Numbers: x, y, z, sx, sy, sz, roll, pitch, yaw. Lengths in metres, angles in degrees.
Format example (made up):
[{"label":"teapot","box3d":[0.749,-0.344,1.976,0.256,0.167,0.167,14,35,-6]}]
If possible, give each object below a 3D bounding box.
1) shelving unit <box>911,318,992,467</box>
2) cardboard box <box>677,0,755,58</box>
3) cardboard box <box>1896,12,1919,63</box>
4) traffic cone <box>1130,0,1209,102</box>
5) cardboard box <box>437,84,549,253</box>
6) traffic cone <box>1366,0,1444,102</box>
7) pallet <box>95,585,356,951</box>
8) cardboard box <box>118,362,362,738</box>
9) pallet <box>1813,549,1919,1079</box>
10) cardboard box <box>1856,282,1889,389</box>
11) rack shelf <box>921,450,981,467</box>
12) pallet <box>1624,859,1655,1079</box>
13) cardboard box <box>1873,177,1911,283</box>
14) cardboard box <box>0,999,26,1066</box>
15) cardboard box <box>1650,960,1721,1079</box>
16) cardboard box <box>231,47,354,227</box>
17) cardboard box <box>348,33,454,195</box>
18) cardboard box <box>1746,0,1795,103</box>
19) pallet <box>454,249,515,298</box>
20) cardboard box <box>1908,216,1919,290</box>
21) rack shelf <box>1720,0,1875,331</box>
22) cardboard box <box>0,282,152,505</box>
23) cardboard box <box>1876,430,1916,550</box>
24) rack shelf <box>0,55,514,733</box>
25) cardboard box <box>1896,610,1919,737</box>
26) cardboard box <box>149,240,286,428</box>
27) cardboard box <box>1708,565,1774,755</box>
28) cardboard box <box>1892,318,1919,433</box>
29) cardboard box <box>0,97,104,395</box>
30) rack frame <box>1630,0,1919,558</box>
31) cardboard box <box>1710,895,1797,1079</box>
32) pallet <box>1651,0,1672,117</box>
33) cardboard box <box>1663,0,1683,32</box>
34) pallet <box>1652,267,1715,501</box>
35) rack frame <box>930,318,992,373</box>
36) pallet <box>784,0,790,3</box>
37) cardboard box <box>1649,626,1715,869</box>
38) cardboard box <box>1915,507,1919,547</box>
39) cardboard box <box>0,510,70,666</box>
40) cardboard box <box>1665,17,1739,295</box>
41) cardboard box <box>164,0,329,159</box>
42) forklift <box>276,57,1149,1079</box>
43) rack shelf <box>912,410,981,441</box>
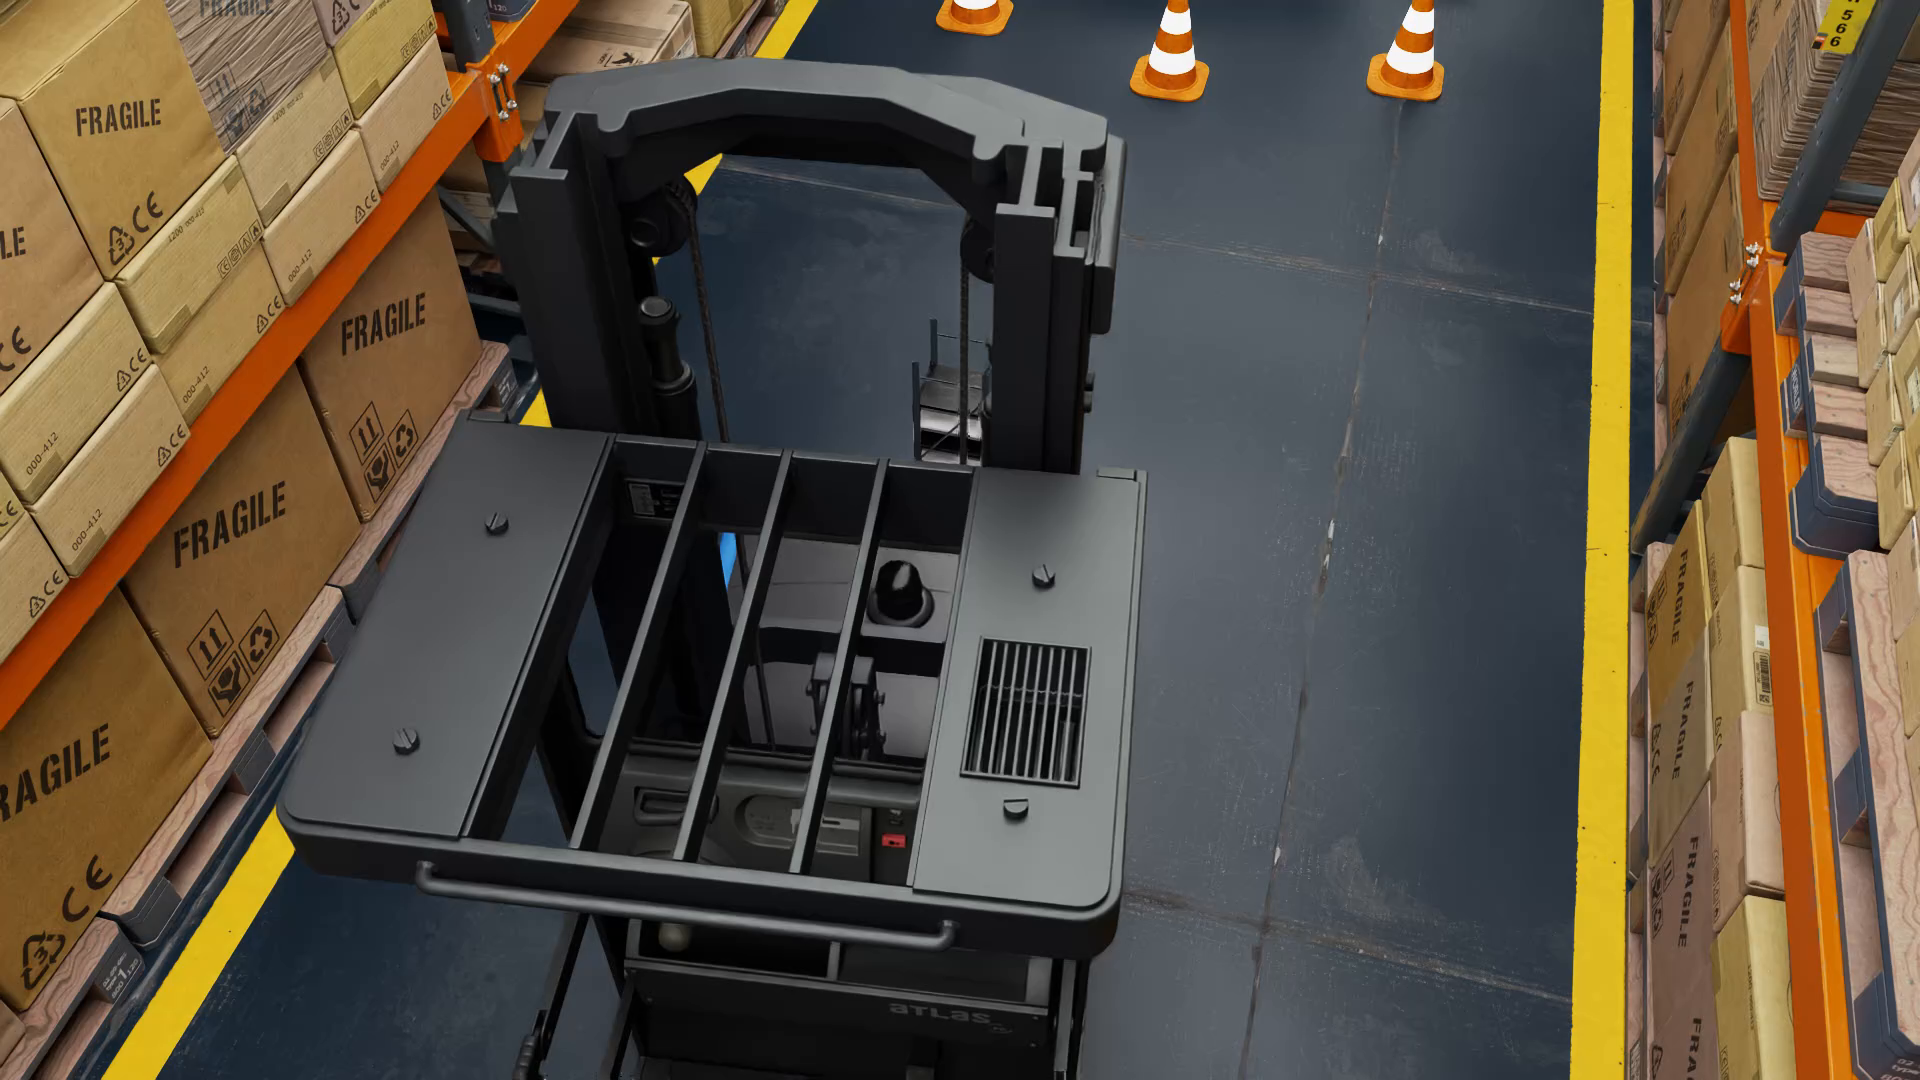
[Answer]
[{"label":"shelving unit","box3d":[-0.002,-0.292,5.407,0.258,0.900,0.210,12,50,10]},{"label":"cardboard box","box3d":[-1.456,-2.548,7.471,0.950,0.372,0.625,13,50,11]},{"label":"cardboard box","box3d":[2.924,-1.572,4.403,0.700,0.500,0.500,11,50,10]},{"label":"traffic cone","box3d":[0.959,-2.262,7.438,0.336,0.463,0.334,12,50,10]},{"label":"cardboard box","box3d":[-1.848,-1.465,6.515,0.950,0.372,0.625,9,49,7]},{"label":"traffic cone","box3d":[2.039,-2.267,7.442,0.336,0.463,0.334,12,50,10]},{"label":"pallet","box3d":[-2.609,0.569,5.107,1.003,0.211,1.213,12,50,10]},{"label":"cardboard box","box3d":[-2.507,-0.097,4.972,0.875,0.875,0.875,12,50,10]},{"label":"pallet","box3d":[2.314,0.618,3.332,1.003,0.211,1.213,12,50,10]},{"label":"cardboard box","box3d":[2.413,-0.463,4.046,0.380,0.149,0.250,14,50,12]},{"label":"rack shelf","box3d":[-0.002,-0.270,5.432,0.258,0.077,0.200,12,50,10]},{"label":"pallet","box3d":[2.266,1.482,4.301,1.003,0.211,1.213,12,50,10]},{"label":"cardboard box","box3d":[2.475,-0.730,4.082,0.380,0.149,0.250,14,50,12]},{"label":"cardboard box","box3d":[-2.973,1.204,3.824,0.875,0.875,0.875,13,50,11]},{"label":"cardboard box","box3d":[1.969,1.370,3.927,0.500,0.500,0.500,11,49,9]},{"label":"cardboard box","box3d":[-2.020,-1.133,4.516,0.500,0.250,0.500,10,49,9]},{"label":"cardboard box","box3d":[-1.889,-1.322,5.016,0.500,0.250,0.500,10,49,9]},{"label":"cardboard box","box3d":[2.788,-1.658,5.146,0.500,0.500,0.500,12,50,10]},{"label":"pallet","box3d":[-1.799,-1.431,6.872,1.003,0.211,1.213,12,50,10]},{"label":"cardboard box","box3d":[2.419,-0.647,3.811,0.380,0.149,0.250,10,49,9]},{"label":"rack shelf","box3d":[3.322,-2.094,6.077,1.077,0.370,4.000,12,50,10]},{"label":"cardboard box","box3d":[-2.271,-0.383,3.854,0.500,0.250,0.500,10,49,9]},{"label":"cardboard box","box3d":[2.273,-0.072,3.701,0.380,0.149,0.250,14,50,12]},{"label":"rack shelf","box3d":[-2.533,-0.104,4.321,1.077,0.370,4.000,12,50,10]},{"label":"cardboard box","box3d":[2.136,0.302,3.370,0.380,0.149,0.250,12,50,11]},{"label":"cardboard box","box3d":[-2.156,-0.589,4.369,0.500,0.250,0.500,11,50,10]},{"label":"cardboard box","box3d":[2.247,0.373,4.307,0.500,0.250,0.500,11,49,10]},{"label":"cardboard box","box3d":[2.339,-0.339,3.738,0.380,0.149,0.250,10,49,9]},{"label":"cardboard box","box3d":[-2.294,-0.632,3.574,0.500,0.500,0.500,11,49,9]},{"label":"rack frame","box3d":[2.796,-0.885,4.531,1.000,3.000,0.127,12,50,10]},{"label":"cardboard box","box3d":[1.969,1.105,3.661,0.500,0.250,0.500,10,49,8]},{"label":"pallet","box3d":[3.718,-2.283,7.624,1.003,0.211,1.213,12,50,10]},{"label":"cardboard box","box3d":[3.772,-2.706,7.358,1.050,0.750,0.750,11,50,10]},{"label":"pallet","box3d":[3.076,-0.518,6.066,1.003,0.211,1.213,12,50,10]},{"label":"rack frame","box3d":[0.025,-0.365,5.472,0.240,0.900,0.006,12,50,10]},{"label":"pallet","box3d":[-1.157,-3.196,8.430,1.003,0.211,1.213,12,50,10]},{"label":"cardboard box","box3d":[2.235,0.629,4.582,0.500,0.500,0.500,12,50,10]},{"label":"cardboard box","box3d":[2.206,0.023,3.418,0.380,0.149,0.250,12,50,10]},{"label":"cardboard box","box3d":[-2.404,0.146,3.721,0.500,0.250,0.500,11,50,10]},{"label":"cardboard box","box3d":[3.270,-1.335,6.148,1.050,0.750,0.750,12,50,11]},{"label":"cardboard box","box3d":[-2.017,-1.355,4.211,0.500,0.500,0.500,12,50,11]},{"label":"forklift","box3d":[-0.288,0.751,3.132,1.130,2.935,3.031,5,49,5]},{"label":"rack shelf","box3d":[-0.002,-0.389,5.297,0.258,0.077,0.200,12,50,10]}]
